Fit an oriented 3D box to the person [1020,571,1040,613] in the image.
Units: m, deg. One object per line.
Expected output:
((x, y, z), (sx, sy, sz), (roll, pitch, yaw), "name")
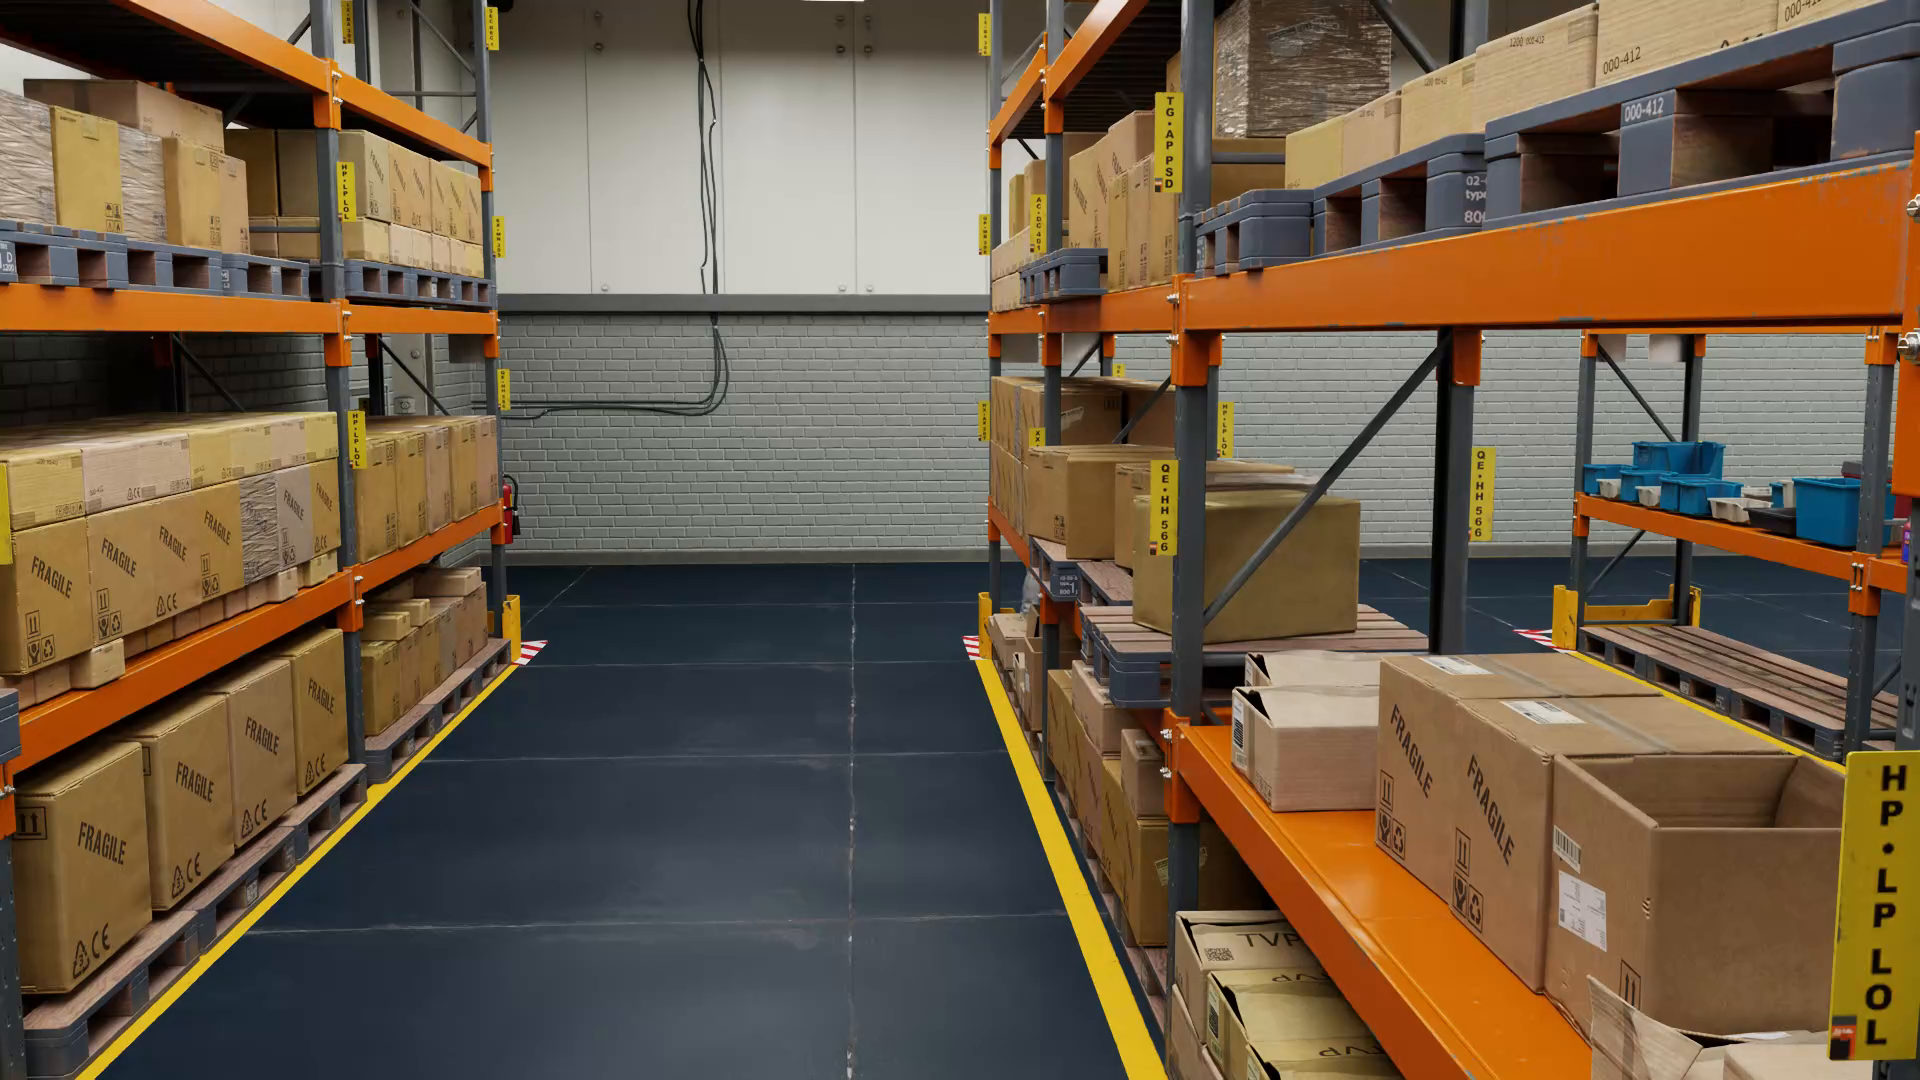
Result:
((0.712, -0.089, 15.567), (0.366, 1.654, 0.482), (0, 7, -2), "person")
